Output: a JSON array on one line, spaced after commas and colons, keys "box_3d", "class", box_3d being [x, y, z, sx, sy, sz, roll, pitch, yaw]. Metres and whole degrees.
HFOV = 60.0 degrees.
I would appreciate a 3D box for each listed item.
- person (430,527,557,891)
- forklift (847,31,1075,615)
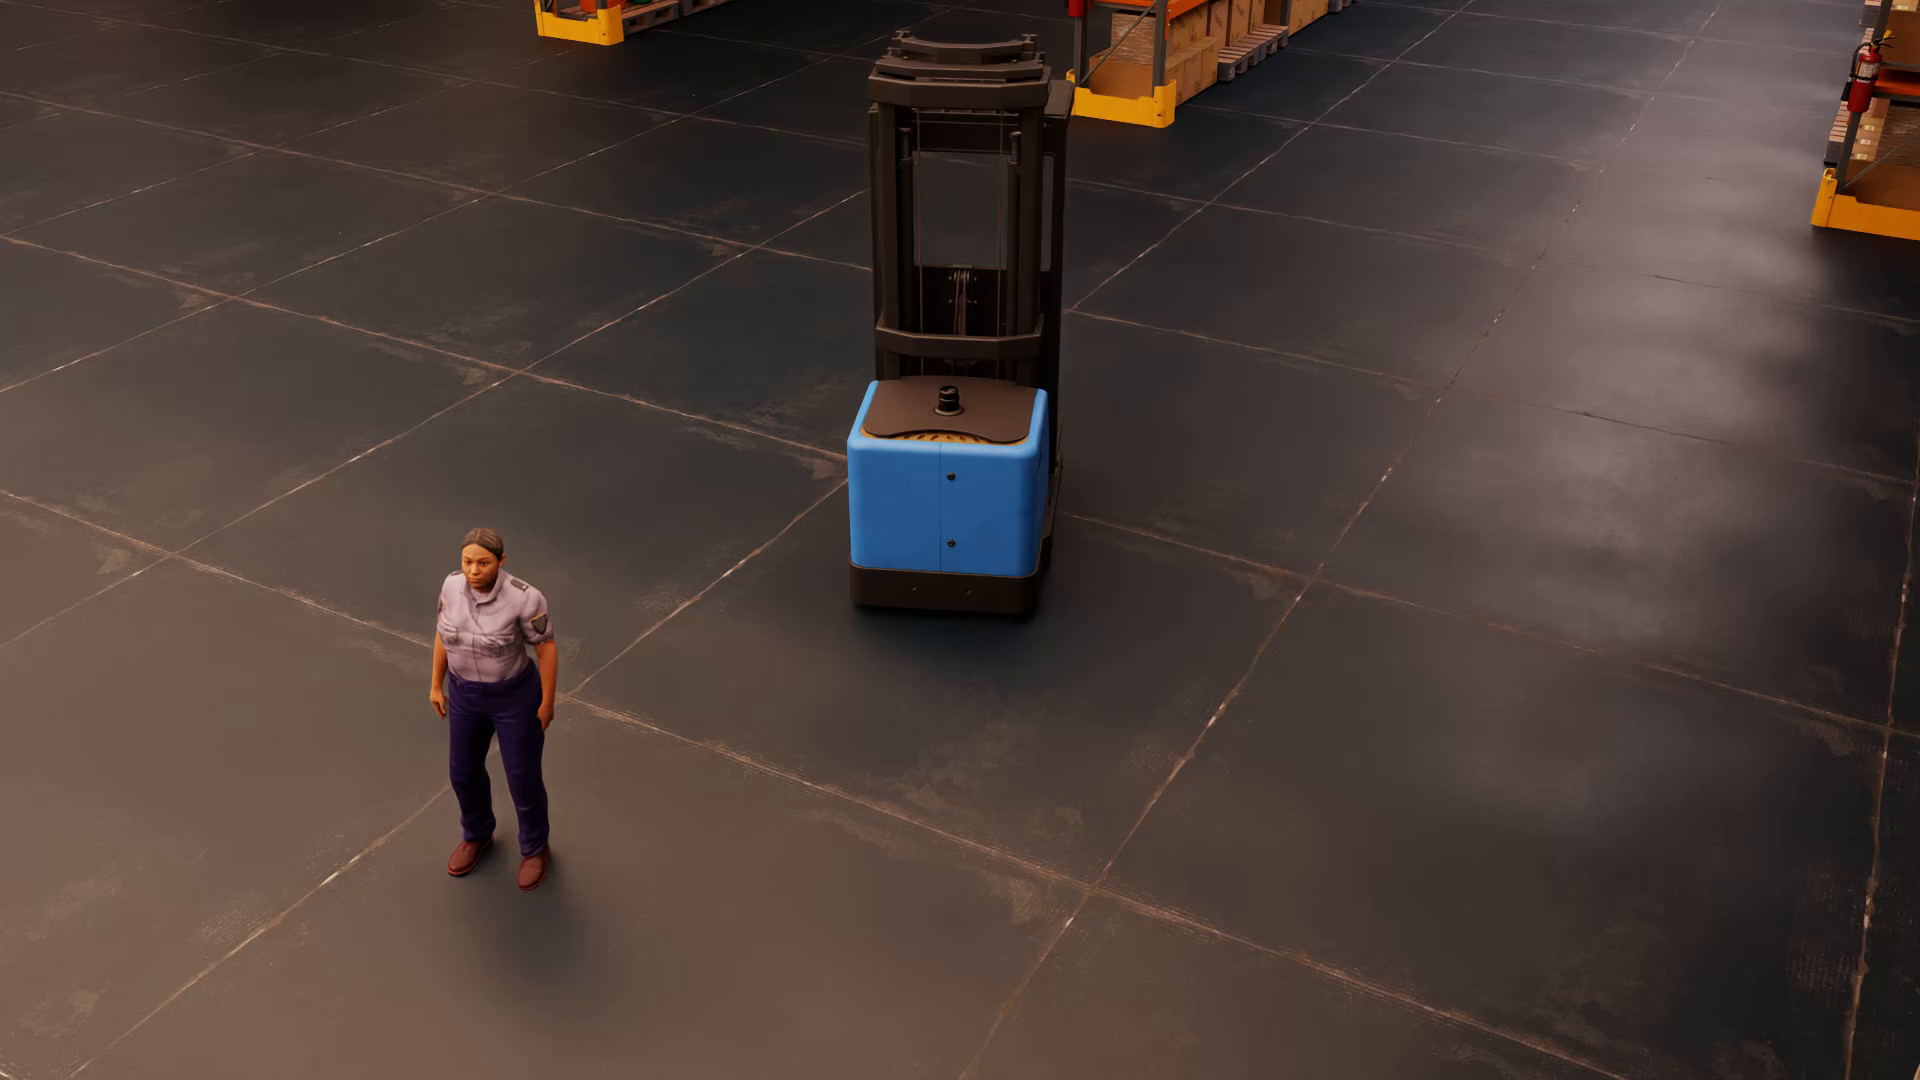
[{"box_3d": [-2.009, 0.719, 7.131, 0.559, 1.663, 0.434, 7, 31, 12], "class": "person"}, {"box_3d": [0.072, -1.572, 9.794, 1.130, 2.935, 3.031, 3, 30, 6], "class": "forklift"}]
